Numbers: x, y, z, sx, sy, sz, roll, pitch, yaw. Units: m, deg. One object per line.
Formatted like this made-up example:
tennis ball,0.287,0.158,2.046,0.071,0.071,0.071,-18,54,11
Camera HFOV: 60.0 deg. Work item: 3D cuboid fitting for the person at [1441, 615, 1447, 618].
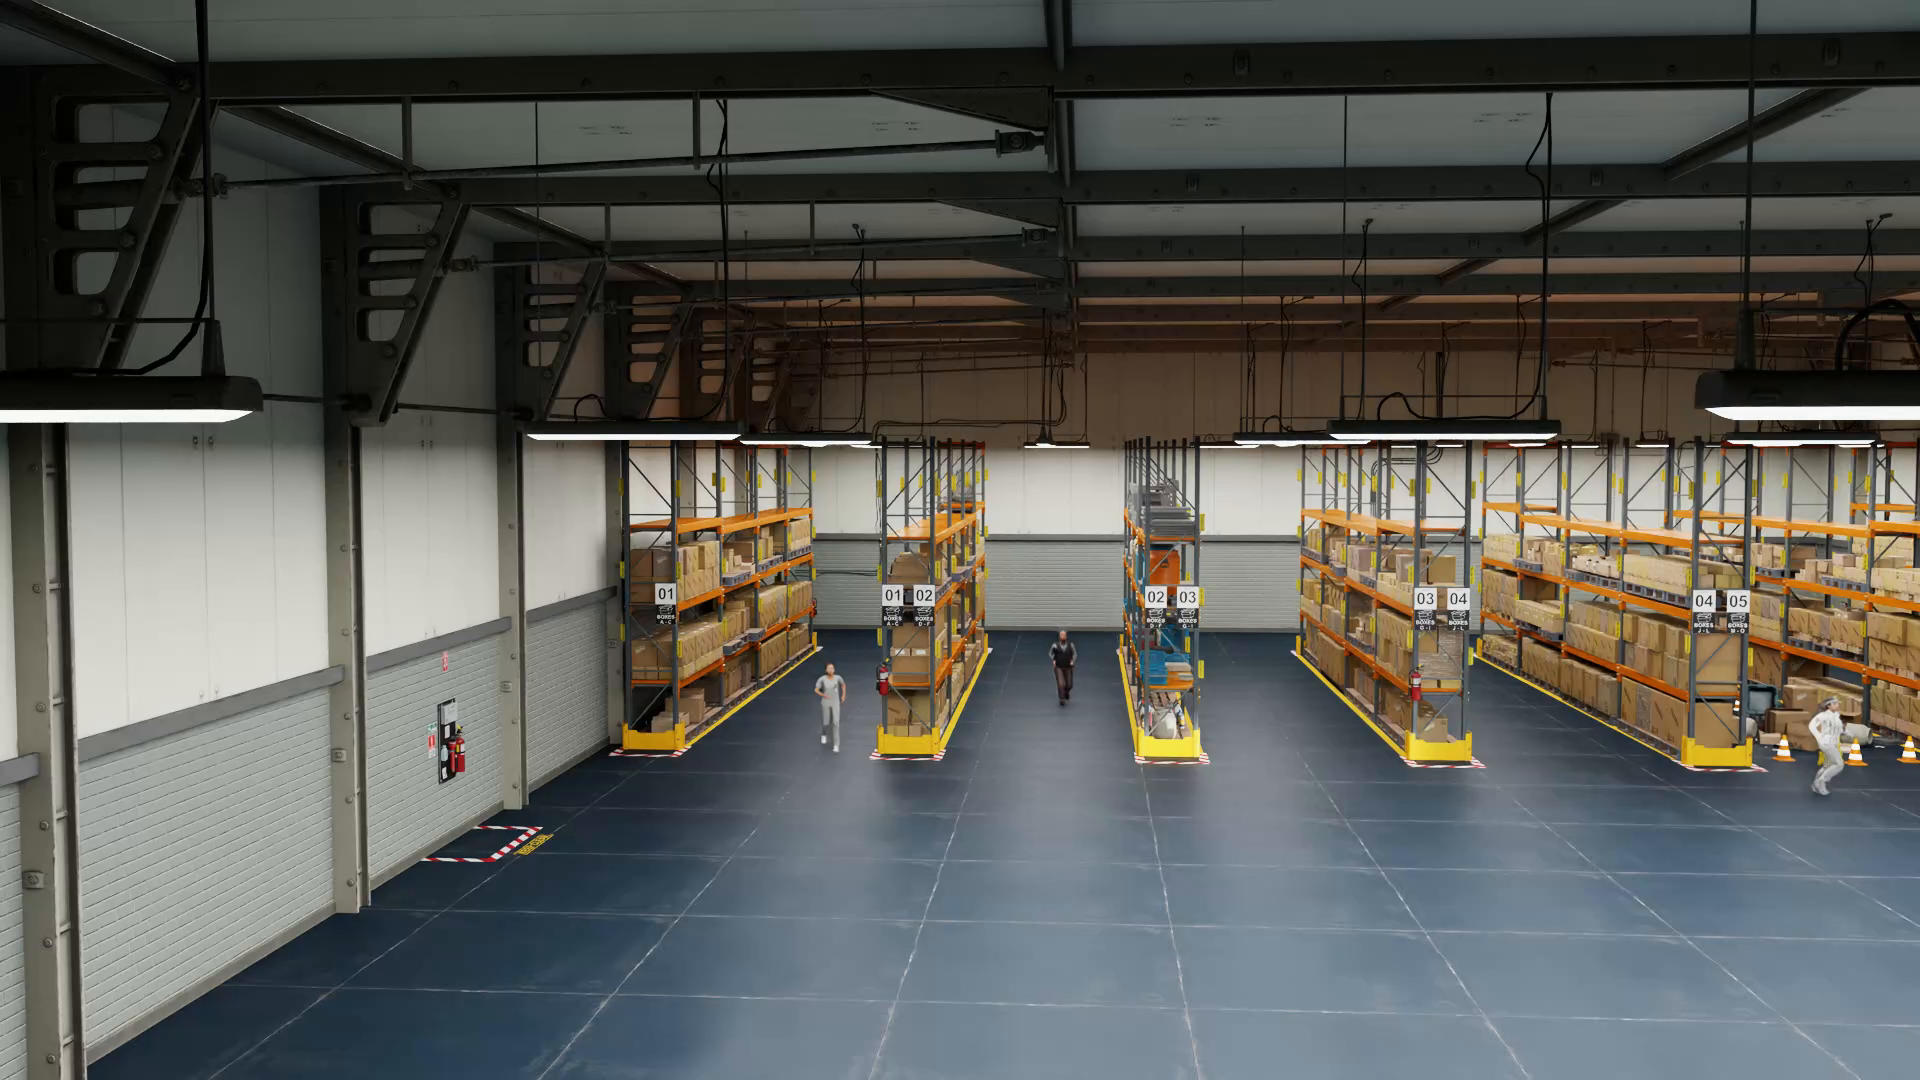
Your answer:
person,13.155,2.500,45.463,0.657,1.594,0.828,1,3,22

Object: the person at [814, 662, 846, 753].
person,-2.488,3.176,31.916,0.611,1.686,0.910,-1,3,-11

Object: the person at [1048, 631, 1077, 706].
person,2.315,2.882,37.454,0.659,1.673,0.614,0,3,-4

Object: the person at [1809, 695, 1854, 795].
person,14.482,3.406,27.613,0.589,1.668,0.624,-2,4,-38
